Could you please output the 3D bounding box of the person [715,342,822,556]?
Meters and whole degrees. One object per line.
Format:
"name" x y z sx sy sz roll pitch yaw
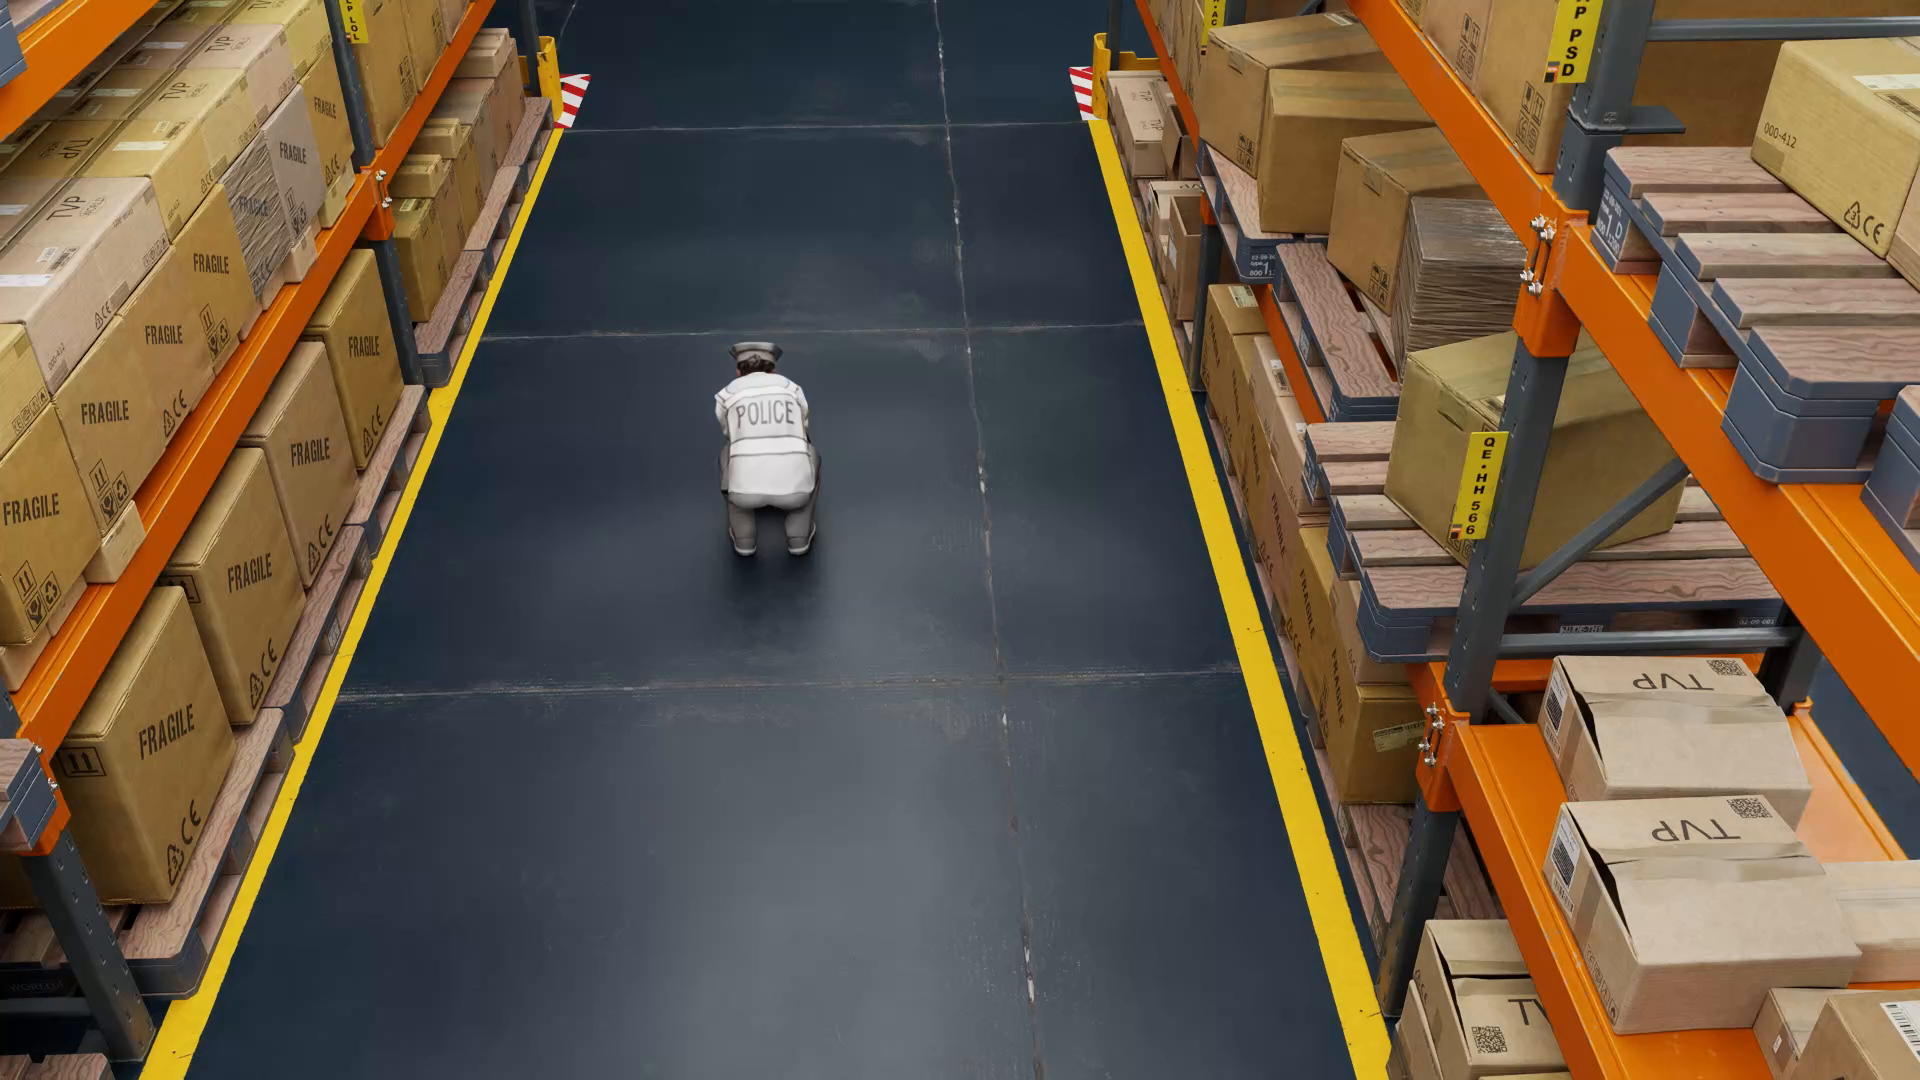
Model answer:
"person" -0.868 -0.392 7.526 0.473 0.848 0.876 -2 35 -3
